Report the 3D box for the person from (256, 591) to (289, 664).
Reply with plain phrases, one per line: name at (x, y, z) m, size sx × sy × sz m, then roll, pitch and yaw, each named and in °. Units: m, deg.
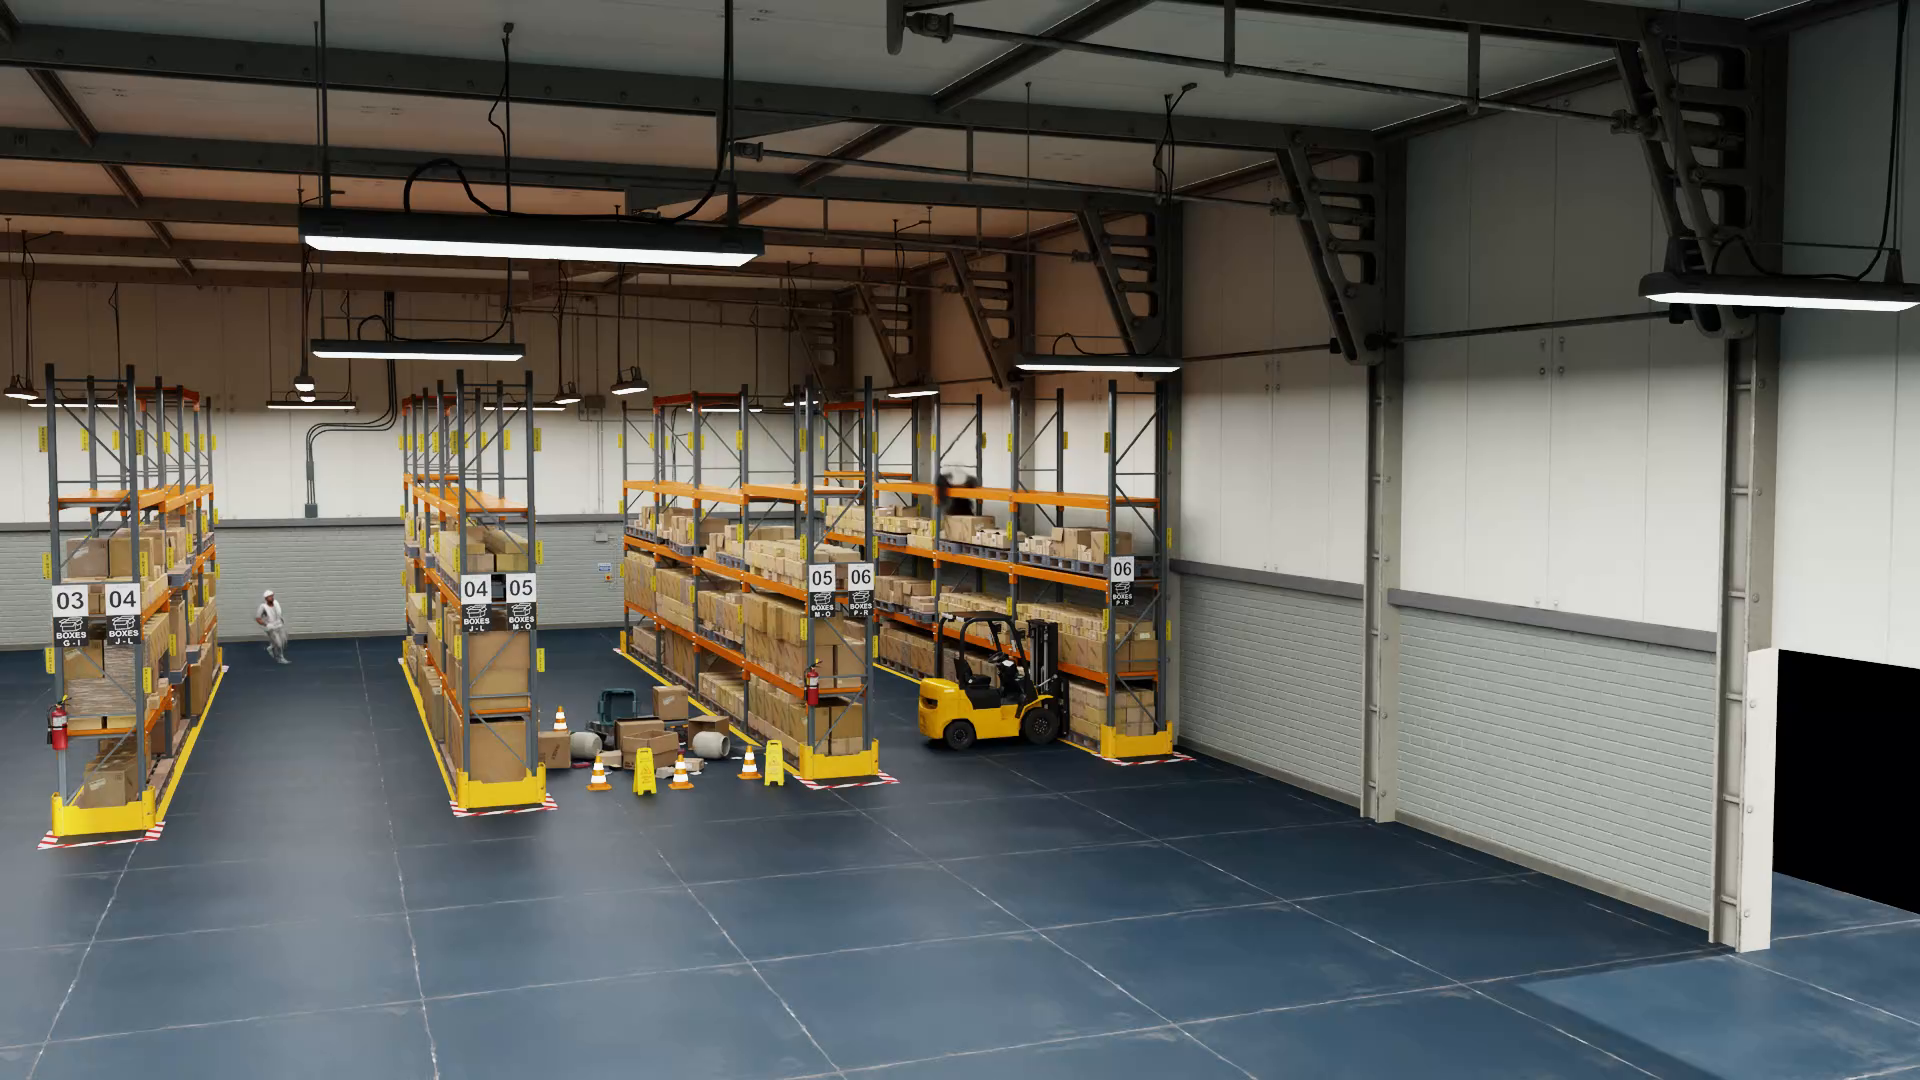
person at (-15.557, 1.972, 37.448) m, size 0.622 × 1.689 × 0.732 m, roll 1°, pitch 4°, yaw 23°
